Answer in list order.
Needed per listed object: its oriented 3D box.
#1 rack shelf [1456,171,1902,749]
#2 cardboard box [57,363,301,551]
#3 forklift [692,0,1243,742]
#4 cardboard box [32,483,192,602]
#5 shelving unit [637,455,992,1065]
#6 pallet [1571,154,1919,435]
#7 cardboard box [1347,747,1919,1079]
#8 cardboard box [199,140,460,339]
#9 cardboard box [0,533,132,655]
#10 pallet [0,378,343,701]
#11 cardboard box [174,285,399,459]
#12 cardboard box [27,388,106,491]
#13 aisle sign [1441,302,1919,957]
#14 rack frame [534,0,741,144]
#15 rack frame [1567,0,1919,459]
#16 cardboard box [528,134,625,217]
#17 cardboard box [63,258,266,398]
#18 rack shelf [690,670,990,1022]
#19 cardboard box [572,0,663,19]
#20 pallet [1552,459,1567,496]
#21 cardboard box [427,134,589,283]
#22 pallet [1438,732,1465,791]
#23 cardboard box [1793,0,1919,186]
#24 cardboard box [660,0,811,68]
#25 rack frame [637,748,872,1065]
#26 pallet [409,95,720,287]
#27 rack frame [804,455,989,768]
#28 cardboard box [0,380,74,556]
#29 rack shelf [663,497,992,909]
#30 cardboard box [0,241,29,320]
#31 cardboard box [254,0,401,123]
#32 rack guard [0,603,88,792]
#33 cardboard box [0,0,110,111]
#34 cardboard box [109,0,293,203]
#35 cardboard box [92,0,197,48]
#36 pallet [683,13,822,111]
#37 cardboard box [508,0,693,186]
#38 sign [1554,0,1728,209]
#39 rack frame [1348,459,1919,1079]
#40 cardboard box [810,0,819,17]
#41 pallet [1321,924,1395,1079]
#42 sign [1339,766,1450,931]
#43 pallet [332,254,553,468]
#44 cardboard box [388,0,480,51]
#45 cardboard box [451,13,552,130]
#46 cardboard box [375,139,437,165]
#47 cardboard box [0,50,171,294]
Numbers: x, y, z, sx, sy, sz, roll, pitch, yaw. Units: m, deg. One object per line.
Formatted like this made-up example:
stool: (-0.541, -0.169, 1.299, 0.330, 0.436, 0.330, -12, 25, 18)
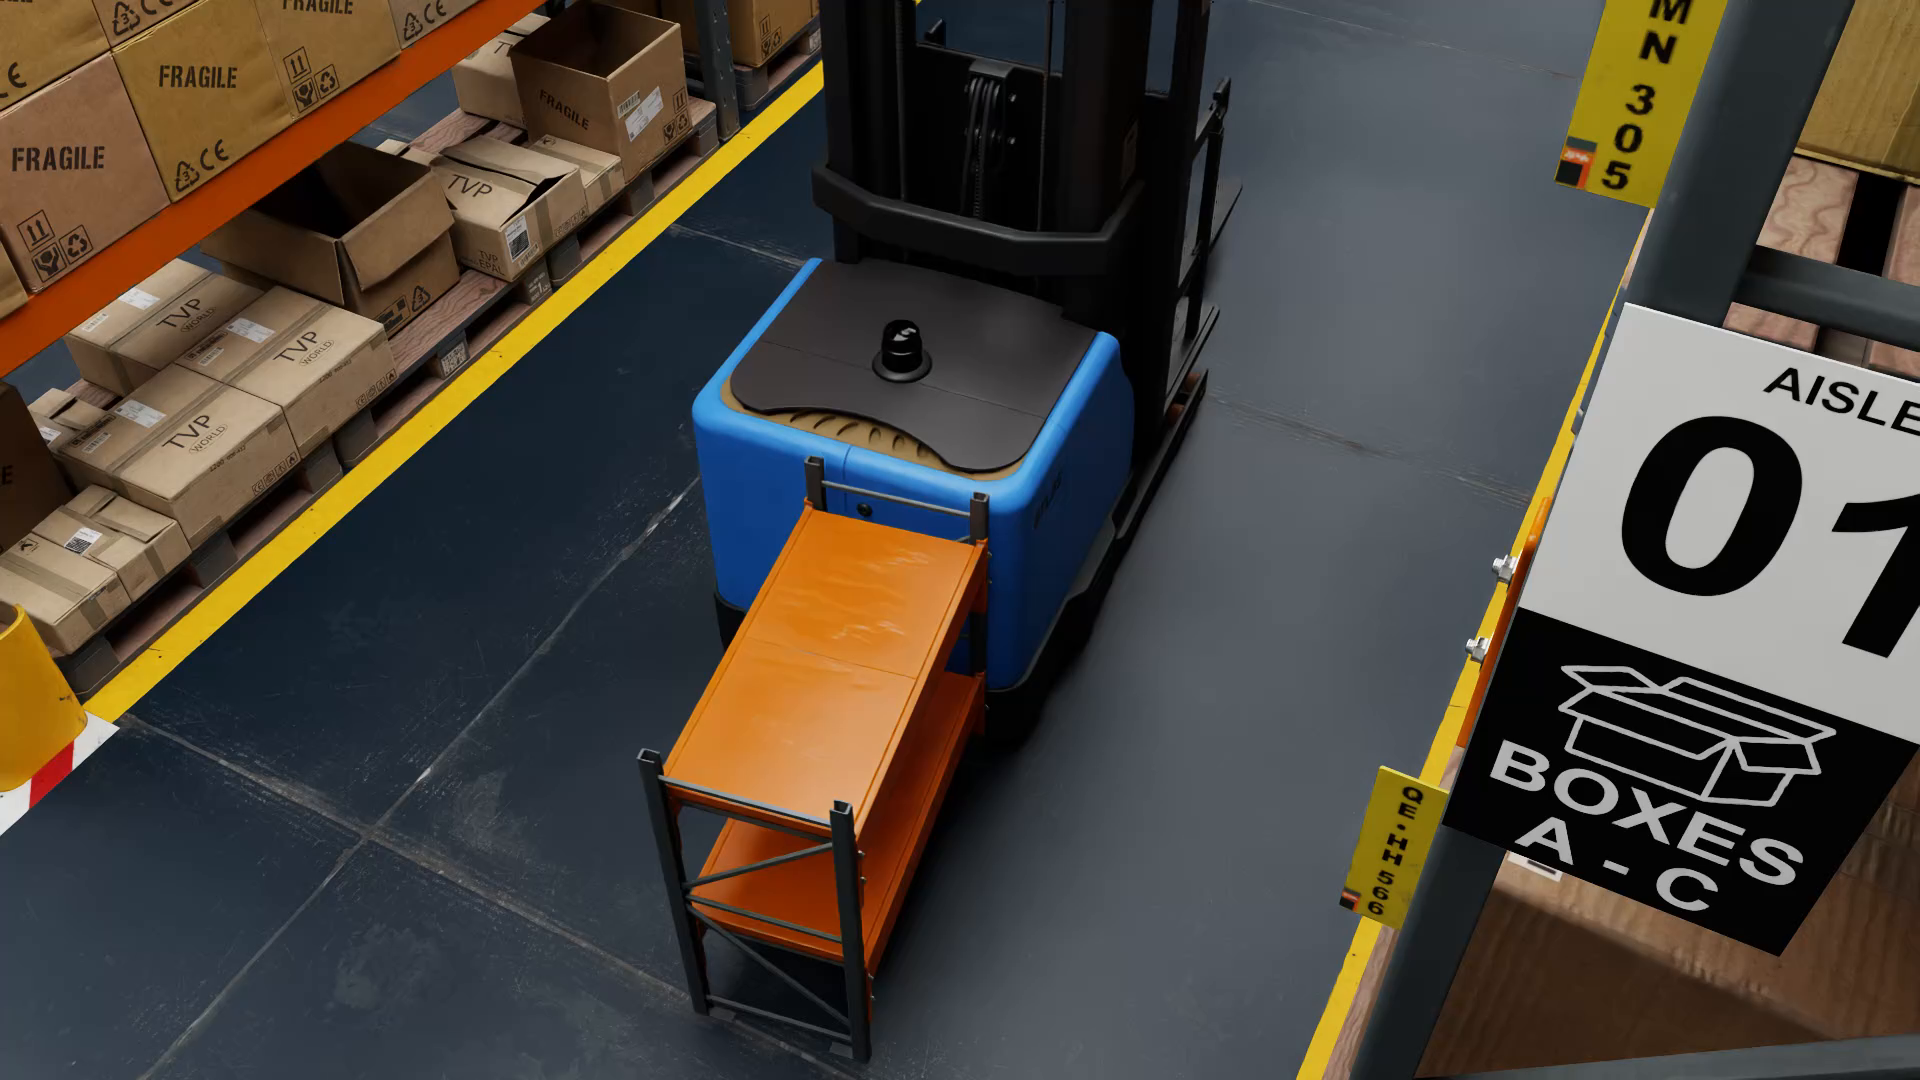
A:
rack shelf: (1.988, -0.961, 2.988, 1.077, 0.370, 4.000, 20, 49, 19)
cardboard box: (-2.594, -0.285, 5.546, 0.500, 0.250, 0.500, 20, 49, 19)
forklift: (0.273, -1.479, 5.151, 1.130, 2.935, 3.031, 17, 48, 16)
cardboard box: (-2.715, 0.001, 5.323, 0.380, 0.166, 0.250, 20, 49, 19)
shelving unit: (-0.322, 0.579, 4.387, 0.538, 1.125, 1.048, 13, 47, 12)
pallet: (1.395, -0.394, 1.983, 1.003, 0.211, 1.213, 20, 49, 19)
cardboard box: (1.288, 0.670, 2.768, 0.980, 0.700, 0.700, 23, 50, 21)
cardboard box: (-2.340, -1.144, 6.218, 0.797, 0.503, 0.637, 20, 49, 19)
cardboard box: (-2.831, 0.164, 5.174, 0.380, 0.149, 0.250, 20, 49, 19)
pallet: (-2.925, -0.103, 5.703, 1.003, 0.211, 1.213, 20, 49, 19)
cardboard box: (-2.361, -0.600, 5.858, 0.500, 0.250, 0.500, 20, 49, 19)
cardboard box: (-3.027, -0.341, 5.660, 0.380, 0.166, 0.250, 20, 49, 19)
aisle sign: (0.761, 0.133, 1.682, 0.394, 0.787, 0.004, 20, 49, 19)
rack frame: (-1.473, -3.053, 6.658, 1.000, 3.000, 0.127, 20, 49, 19)
rack frame: (1.060, -1.008, 0.420, 1.000, 3.000, 0.127, 20, 49, 19)
cardboard box: (-1.607, -1.496, 6.815, 0.380, 0.149, 0.250, 20, 49, 19)
cardboard box: (-2.828, -0.733, 5.990, 0.500, 0.250, 0.500, 20, 49, 19)
rack shelf: (-0.322, 0.751, 4.561, 0.538, 0.278, 1.000, 13, 47, 12)
cardboard box: (-1.497, -2.734, 7.791, 0.500, 0.500, 0.500, 20, 49, 19)
pallet: (2.495, 0.014, 5.588, 1.003, 0.211, 1.213, 20, 49, 19)
cardboard box: (-1.834, -1.337, 6.544, 0.500, 0.311, 0.500, 20, 49, 19)
pallet: (1.929, 0.786, 4.825, 1.003, 0.211, 1.213, 20, 49, 19)
cardboard box: (1.165, -0.633, 1.897, 0.500, 0.250, 0.500, 22, 49, 20)
cardboard box: (-1.032, -2.553, 7.612, 0.500, 0.500, 0.500, 18, 48, 17)
rack frame: (-0.476, 0.923, 4.047, 0.500, 1.125, 0.032, 13, 47, 12)
pallet: (-1.792, -1.640, 7.223, 1.003, 0.211, 1.213, 20, 49, 19)
rack frame: (-0.167, 0.234, 4.728, 0.500, 1.125, 0.032, 13, 47, 12)
cardboard box: (-3.295, -0.233, 5.319, 0.500, 0.500, 0.500, 20, 49, 19)
rack shelf: (-0.322, 0.373, 4.179, 0.538, 0.278, 1.000, 13, 47, 12)
cardboard box: (-2.890, -0.760, 4.322, 0.500, 0.500, 0.500, 21, 49, 20)
cardboard box: (-2.186, -1.717, 5.267, 0.500, 0.500, 0.500, 21, 49, 20)
rack guard: (-3.294, 0.298, 5.104, 1.175, 0.500, 0.348, 20, 49, 19)
cardboard box: (-2.654, -1.444, 4.295, 0.500, 0.500, 0.500, 21, 49, 19)
cardboard box: (-2.419, -1.402, 4.957, 0.500, 0.500, 0.500, 20, 49, 19)
cardboard box: (-2.417, -1.757, 4.604, 0.500, 0.500, 0.500, 21, 49, 20)
pallet: (-1.128, -2.597, 8.169, 1.003, 0.211, 1.213, 20, 49, 19)
cardboard box: (-1.486, -1.876, 6.943, 0.500, 0.500, 0.500, 20, 49, 19)
sign: (0.586, -0.425, 1.385, 0.100, 0.325, 0.005, 20, 49, 19)
rack frame: (1.060, 1.100, 2.553, 1.000, 3.000, 0.127, 20, 49, 19)
cardboard box: (-0.794, -2.893, 7.948, 0.500, 0.500, 0.500, 21, 49, 20)
pallet: (1.362, 1.551, 4.069, 1.003, 0.211, 1.213, 20, 49, 19)
sign: (0.586, 0.422, 2.243, 0.100, 0.325, 0.005, 20, 49, 19)
pallet: (-2.357, -0.869, 6.460, 1.003, 0.211, 1.213, 20, 49, 19)
cardboard box: (-1.952, -2.039, 5.585, 0.500, 0.500, 0.500, 22, 49, 20)
cardboard box: (-1.859, -2.069, 7.267, 0.500, 0.311, 0.500, 20, 49, 19)
cardboard box: (-2.252, -1.470, 6.777, 0.380, 0.166, 0.250, 20, 49, 19)
cardboard box: (-2.655, -1.087, 4.645, 0.500, 0.500, 0.500, 20, 49, 19)
